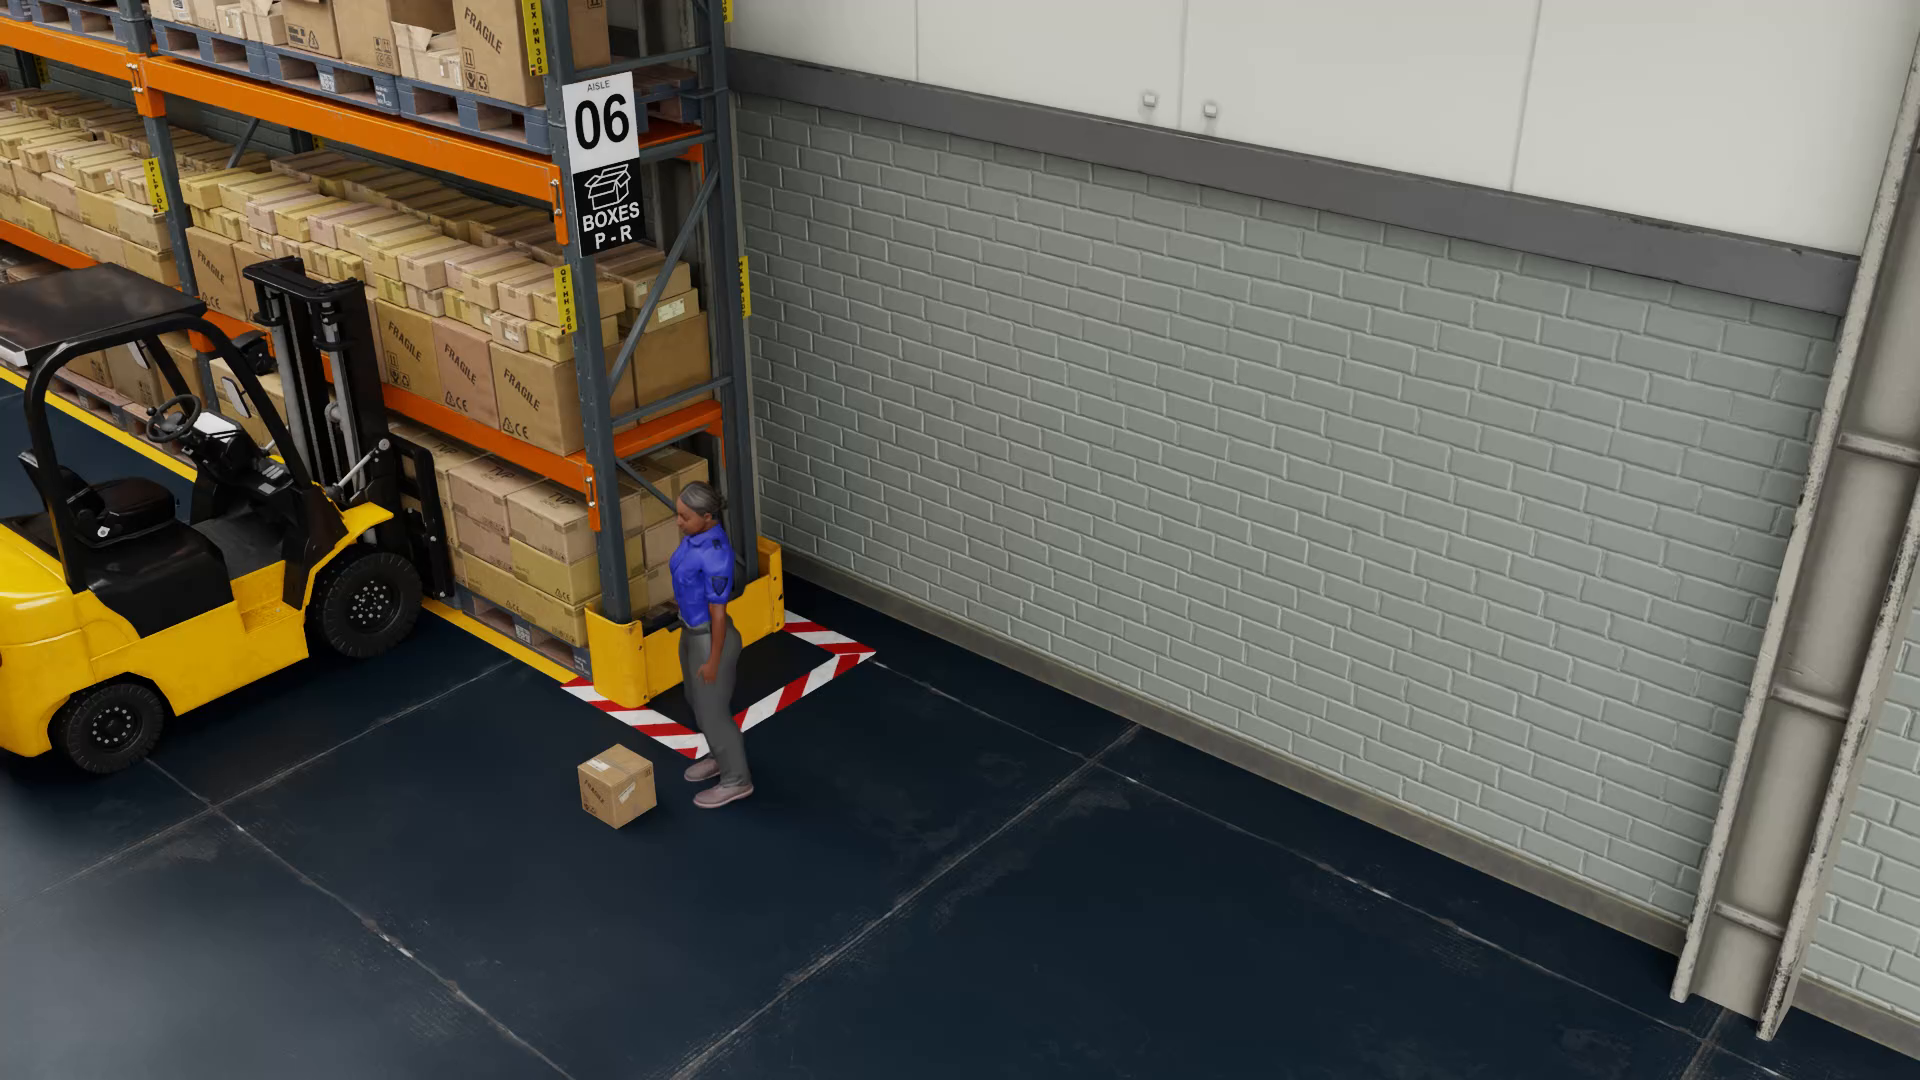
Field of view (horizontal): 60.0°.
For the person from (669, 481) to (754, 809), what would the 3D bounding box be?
[{"bbox_3d":[-1.170,0.480,7.723,0.301,1.664,0.438,-10,29,-19],"label":"person"}]
